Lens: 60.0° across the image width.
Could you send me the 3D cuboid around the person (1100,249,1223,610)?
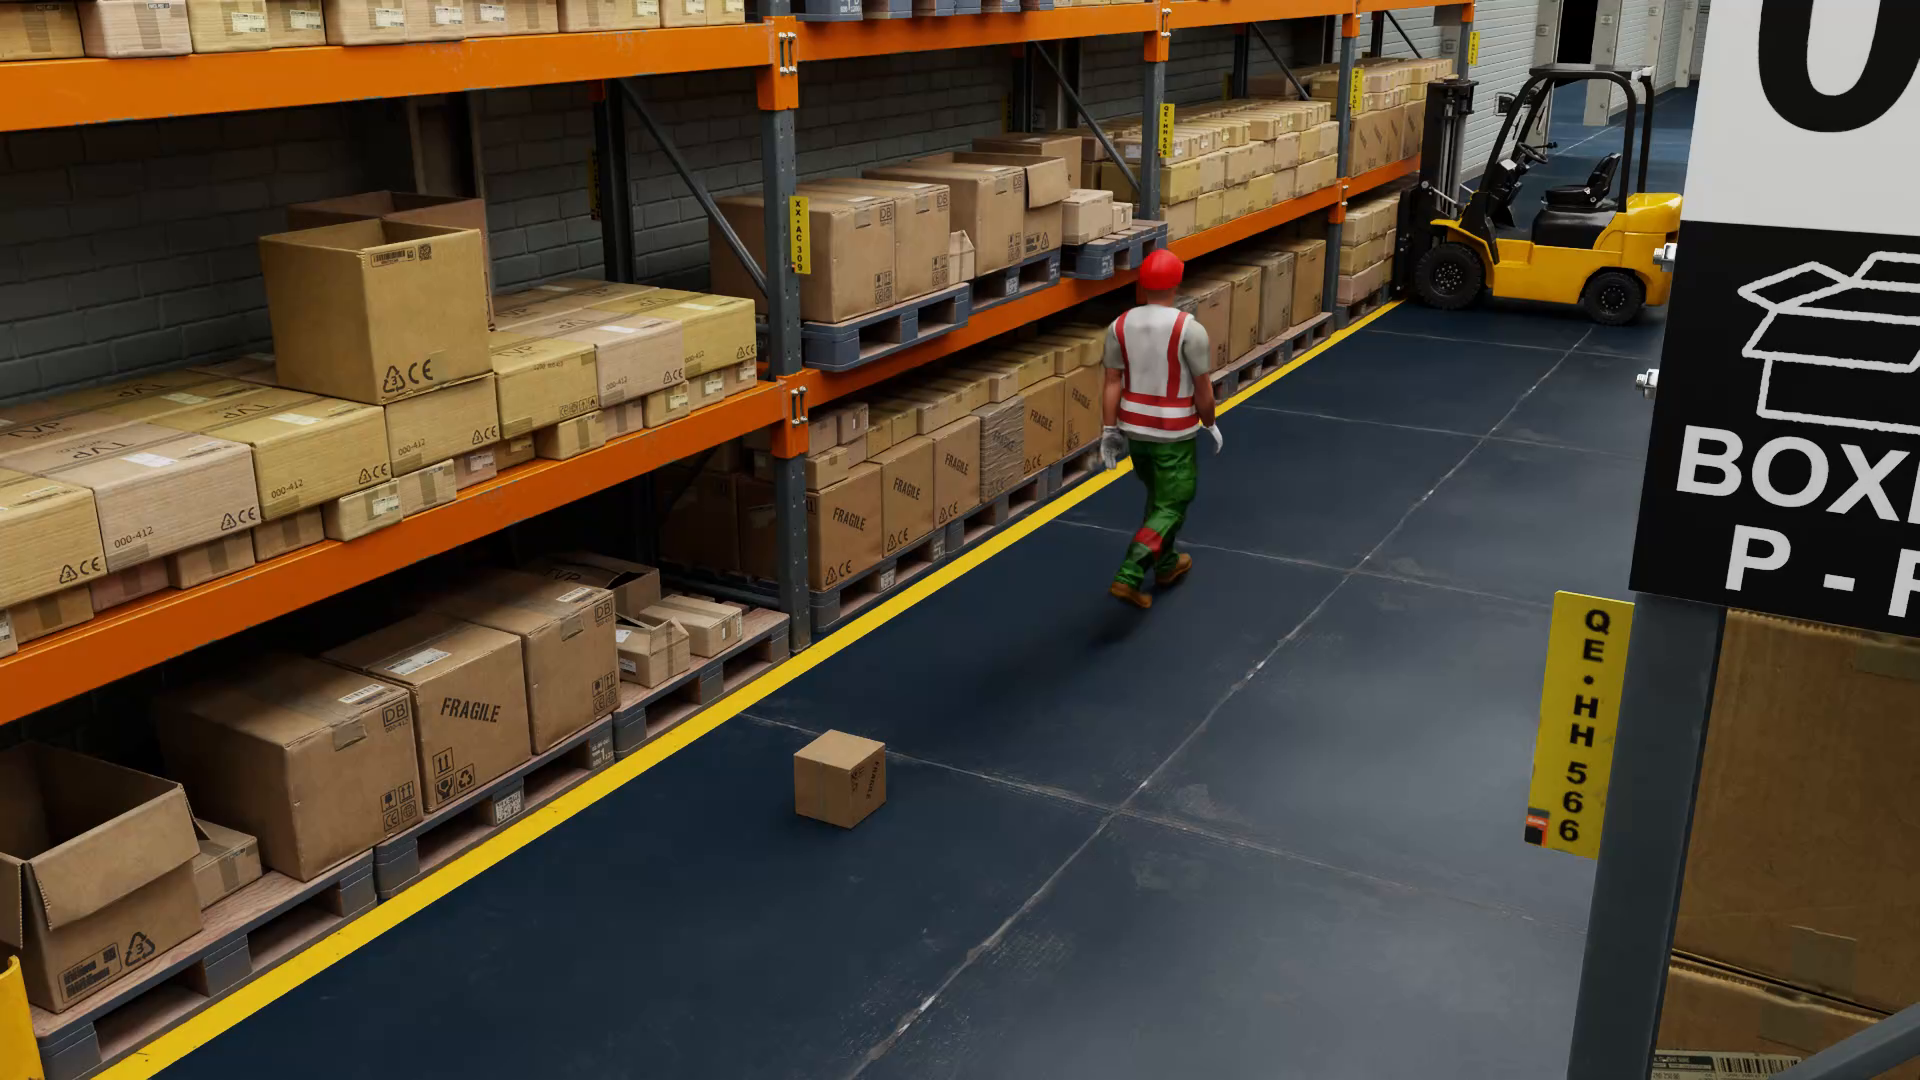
[{"bbox_3d":[0.955,-0.528,8.035,0.531,1.749,1.005,14,23,34],"label":"person"}]
